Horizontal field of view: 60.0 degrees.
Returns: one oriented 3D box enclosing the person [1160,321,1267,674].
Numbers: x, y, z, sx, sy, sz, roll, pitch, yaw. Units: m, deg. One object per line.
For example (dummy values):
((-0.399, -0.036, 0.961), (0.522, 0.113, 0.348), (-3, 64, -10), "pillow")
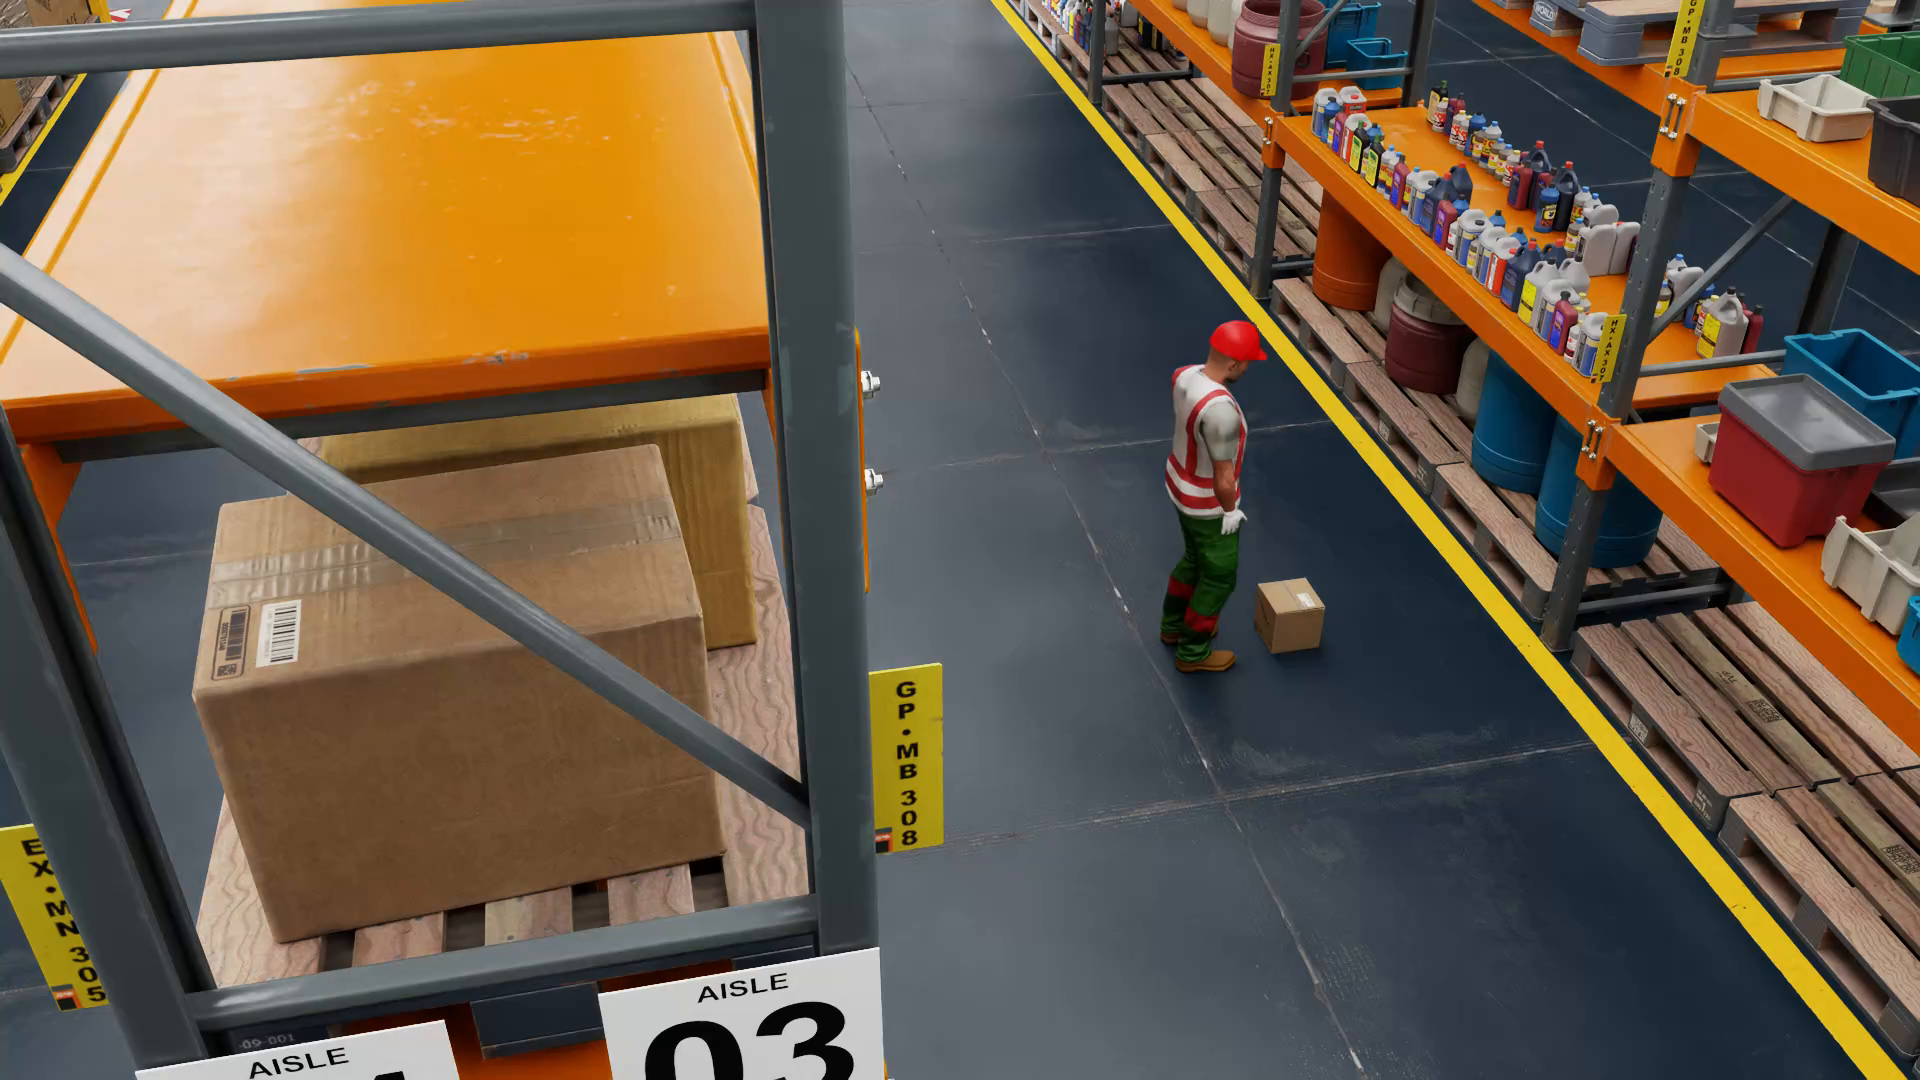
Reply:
((1.152, -0.207, 7.667), (0.400, 1.762, 0.534), (-6, 35, -9), "person")
